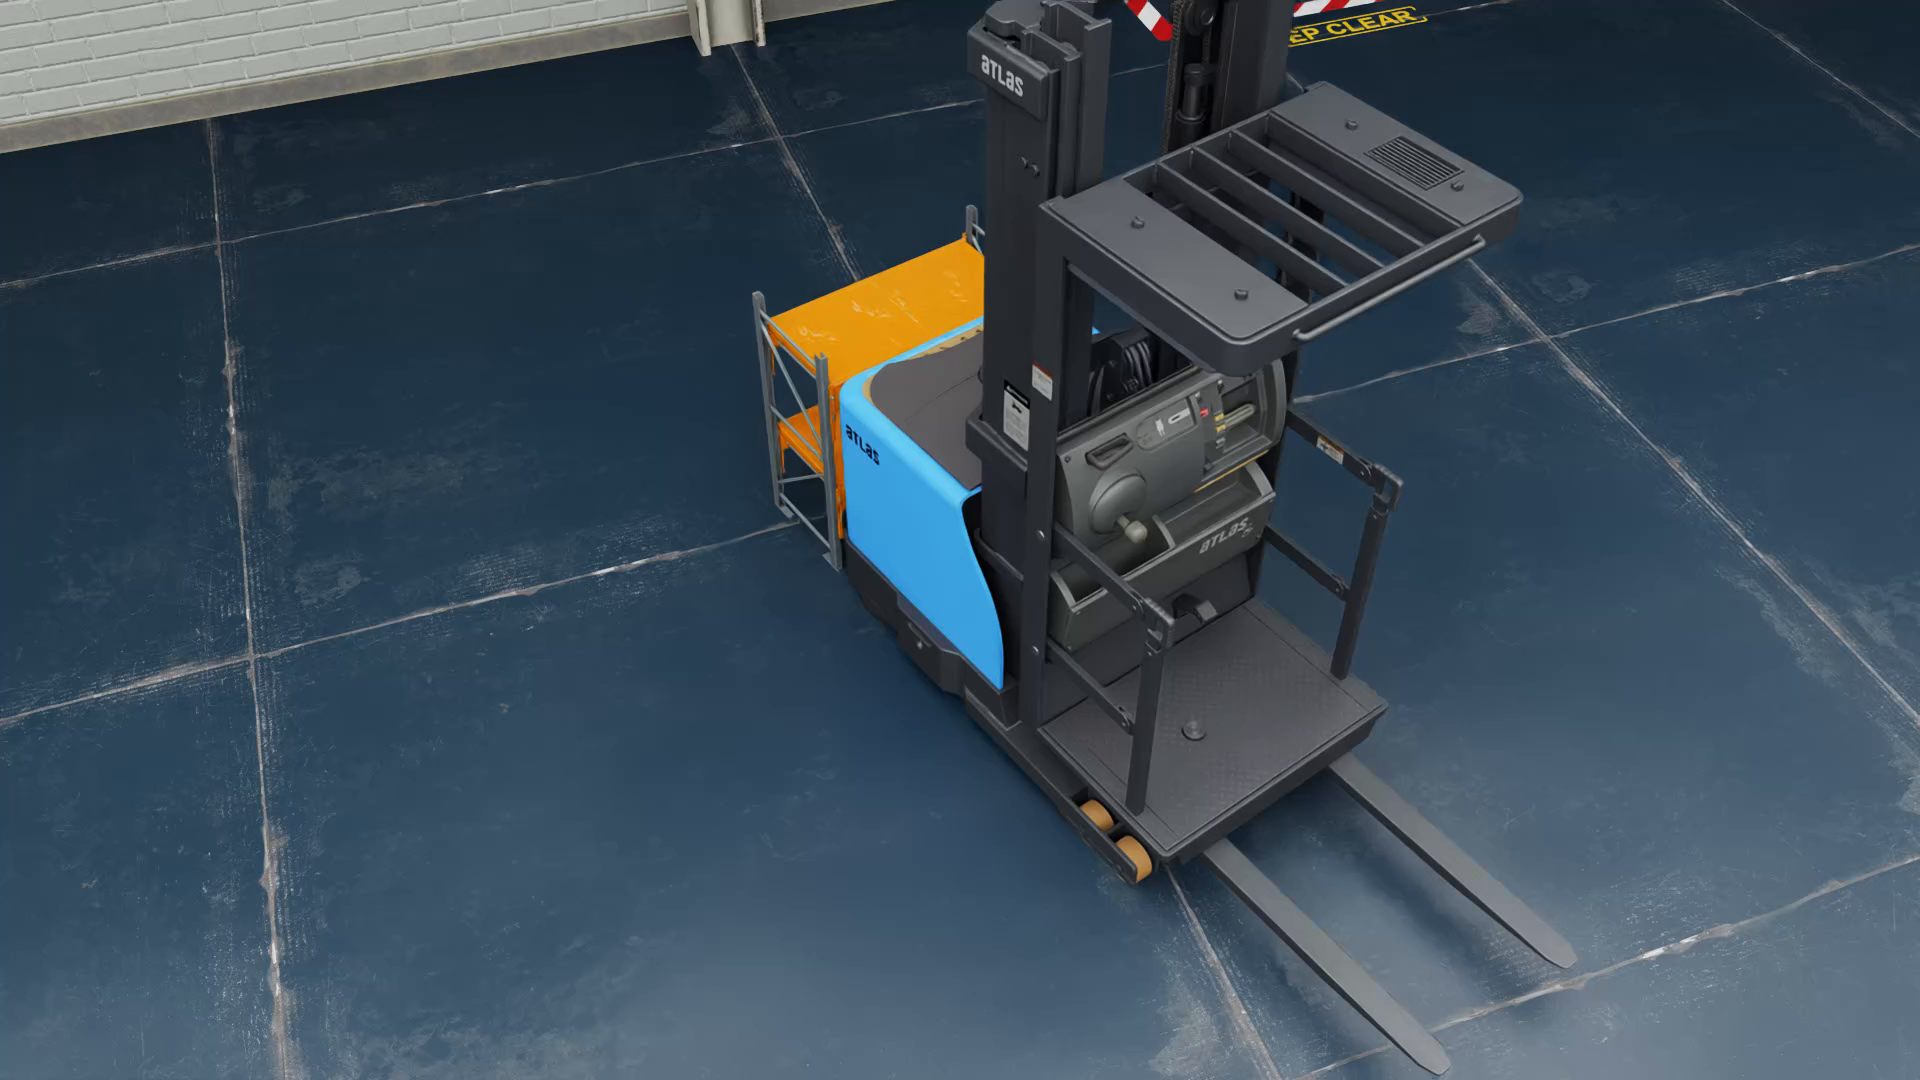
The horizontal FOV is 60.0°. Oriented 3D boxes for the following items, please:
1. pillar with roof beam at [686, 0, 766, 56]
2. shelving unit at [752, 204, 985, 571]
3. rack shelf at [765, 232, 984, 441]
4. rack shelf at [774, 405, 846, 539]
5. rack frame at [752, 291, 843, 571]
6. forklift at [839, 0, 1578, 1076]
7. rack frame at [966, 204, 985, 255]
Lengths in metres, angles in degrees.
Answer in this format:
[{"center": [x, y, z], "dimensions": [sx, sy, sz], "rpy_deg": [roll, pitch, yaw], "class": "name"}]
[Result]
[{"center": [0.054, -3.351, 4.046], "dimensions": [0.400, 9.000, 9.100], "rpy_deg": [-14, 47, -14], "class": "pillar with roof beam"}, {"center": [-0.233, -0.626, 6.889], "dimensions": [1.048, 1.125, 0.538], "rpy_deg": [-27, 51, -24], "class": "shelving unit"}, {"center": [-0.233, -0.833, 6.682], "dimensions": [1.000, 0.278, 0.538], "rpy_deg": [-27, 51, -24], "class": "rack shelf"}, {"center": [-0.233, -0.454, 7.063], "dimensions": [1.000, 0.278, 0.538], "rpy_deg": [-27, 51, -24], "class": "rack shelf"}, {"center": [-0.647, -0.417, 6.681], "dimensions": [0.032, 1.125, 0.500], "rpy_deg": [-27, 51, -24], "class": "rack frame"}, {"center": [0.825, -0.229, 5.218], "dimensions": [1.130, 2.935, 3.031], "rpy_deg": [-28, 52, -25], "class": "forklift"}, {"center": [0.181, -0.835, 7.098], "dimensions": [0.032, 1.125, 0.500], "rpy_deg": [-27, 51, -24], "class": "rack frame"}]
